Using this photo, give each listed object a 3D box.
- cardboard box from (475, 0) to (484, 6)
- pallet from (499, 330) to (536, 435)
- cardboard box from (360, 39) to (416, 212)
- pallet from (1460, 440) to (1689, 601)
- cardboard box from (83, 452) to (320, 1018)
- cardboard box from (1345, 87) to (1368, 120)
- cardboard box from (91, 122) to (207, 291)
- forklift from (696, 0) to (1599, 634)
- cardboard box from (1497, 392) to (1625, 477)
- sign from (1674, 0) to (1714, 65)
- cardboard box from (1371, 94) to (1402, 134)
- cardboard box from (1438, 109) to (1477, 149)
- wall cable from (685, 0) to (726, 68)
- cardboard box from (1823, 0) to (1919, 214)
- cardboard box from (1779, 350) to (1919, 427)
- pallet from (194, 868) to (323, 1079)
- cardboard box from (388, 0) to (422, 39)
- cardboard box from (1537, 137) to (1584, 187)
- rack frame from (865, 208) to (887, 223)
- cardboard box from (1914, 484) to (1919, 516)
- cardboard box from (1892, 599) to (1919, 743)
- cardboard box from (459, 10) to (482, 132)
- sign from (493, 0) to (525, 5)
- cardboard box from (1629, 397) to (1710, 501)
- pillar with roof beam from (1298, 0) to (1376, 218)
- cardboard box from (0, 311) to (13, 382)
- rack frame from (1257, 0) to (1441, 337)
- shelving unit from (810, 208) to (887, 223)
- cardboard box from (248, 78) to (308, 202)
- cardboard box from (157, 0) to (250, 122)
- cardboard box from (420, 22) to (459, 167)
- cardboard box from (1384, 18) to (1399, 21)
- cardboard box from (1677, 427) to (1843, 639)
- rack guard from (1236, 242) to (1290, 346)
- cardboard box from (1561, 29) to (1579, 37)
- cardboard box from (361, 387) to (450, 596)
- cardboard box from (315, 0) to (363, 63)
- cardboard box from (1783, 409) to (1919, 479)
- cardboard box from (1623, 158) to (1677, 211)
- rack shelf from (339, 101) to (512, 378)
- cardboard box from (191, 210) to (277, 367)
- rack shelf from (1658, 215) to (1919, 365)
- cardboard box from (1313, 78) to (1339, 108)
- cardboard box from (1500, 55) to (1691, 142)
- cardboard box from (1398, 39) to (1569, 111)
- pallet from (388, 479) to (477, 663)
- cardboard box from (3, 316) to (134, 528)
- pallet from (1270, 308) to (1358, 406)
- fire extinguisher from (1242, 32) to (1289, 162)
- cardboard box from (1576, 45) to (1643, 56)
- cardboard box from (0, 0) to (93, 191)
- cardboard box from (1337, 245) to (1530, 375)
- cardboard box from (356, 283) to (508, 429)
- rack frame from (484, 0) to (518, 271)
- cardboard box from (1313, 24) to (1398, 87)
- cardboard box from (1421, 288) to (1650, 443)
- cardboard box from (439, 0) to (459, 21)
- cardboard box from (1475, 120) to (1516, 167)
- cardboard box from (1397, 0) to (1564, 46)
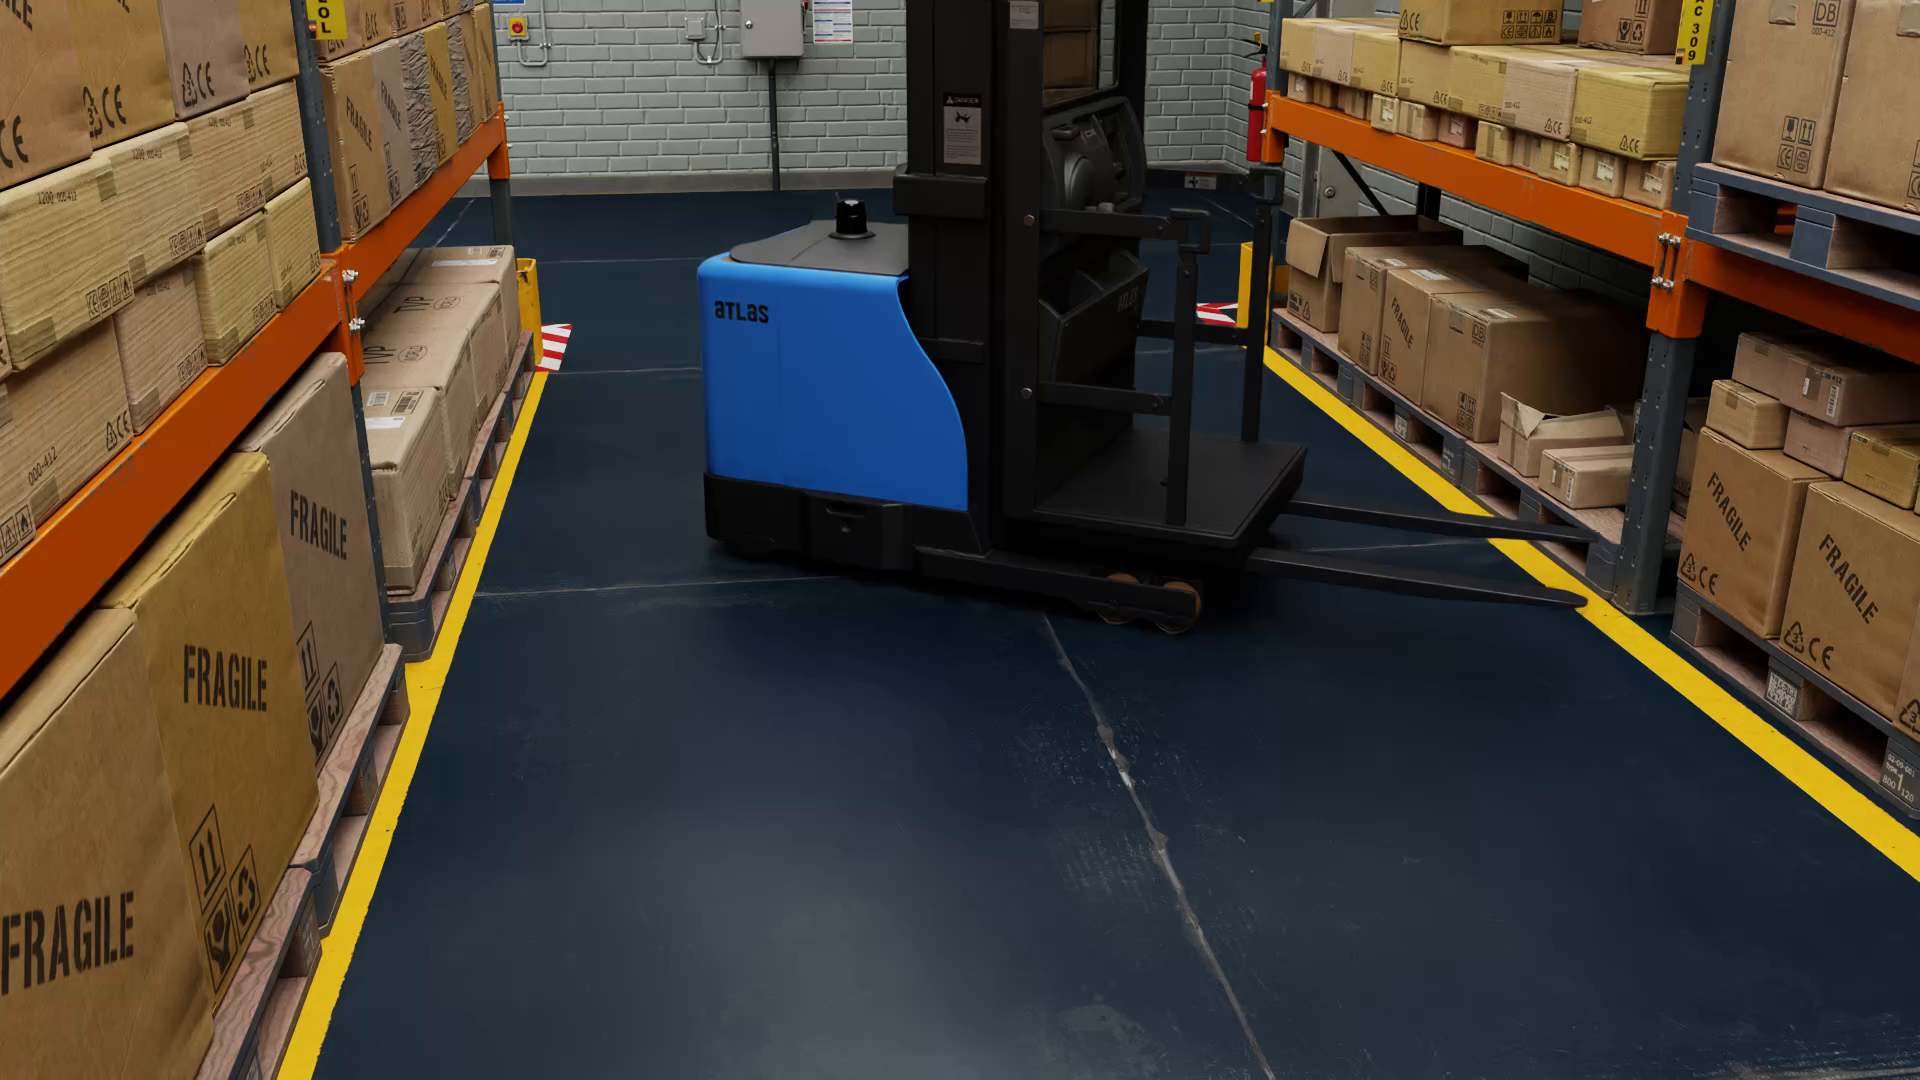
[{"bbox_3d":[-2.477,-2.684,7.544,0.500,0.500,0.500,-2,21,-6],"label":"cardboard box"},{"bbox_3d":[-2.589,-0.745,7.909,1.003,0.211,1.213,-3,21,-8],"label":"pallet"},{"bbox_3d":[-2.082,-1.336,5.363,0.500,0.500,0.500,-3,21,-7],"label":"cardboard box"},{"bbox_3d":[2.608,-0.122,6.242,1.003,0.211,1.213,-3,21,-8],"label":"pallet"},{"bbox_3d":[-1.899,0.382,3.341,0.875,0.875,0.875,-2,21,-6],"label":"cardboard box"},{"bbox_3d":[2.036,-2.065,7.816,0.380,0.149,0.250,-2,21,-6],"label":"cardboard box"},{"bbox_3d":[-1.741,-0.611,3.065,0.500,0.250,0.500,-2,21,-6],"label":"cardboard box"},{"bbox_3d":[0.637,-1.280,5.453,3.031,2.935,1.130,8,22,21],"label":"forklift"},{"bbox_3d":[2.284,-0.408,6.330,0.396,0.266,0.258,-2,21,-6],"label":"cardboard box"},{"bbox_3d":[2.170,-1.566,4.885,0.100,0.325,0.005,-3,21,-8],"label":"sign"},{"bbox_3d":[2.042,-1.882,7.326,0.380,0.149,0.250,-4,21,-9],"label":"cardboard box"},{"bbox_3d":[2.205,-1.706,6.856,0.380,0.149,0.250,-3,21,-8],"label":"cardboard box"},{"bbox_3d":[-2.216,-4.827,13.400,0.588,1.984,0.122,-3,21,-8],"label":"wall cable"},{"bbox_3d":[2.629,-1.076,4.068,0.700,0.500,0.500,-3,21,-7],"label":"cardboard box"},{"bbox_3d":[2.579,-0.435,4.713,0.380,0.149,0.250,-4,21,-10],"label":"cardboard box"},{"bbox_3d":[-1.840,1.054,3.093,1.003,0.211,1.213,-3,21,-8],"label":"pallet"},{"bbox_3d":[-2.164,-1.985,5.671,0.500,0.500,0.500,-3,21,-7],"label":"cardboard box"},{"bbox_3d":[2.290,-1.349,5.899,0.380,0.149,0.250,-2,21,-6],"label":"cardboard box"},{"bbox_3d":[-0.350,-0.857,7.009,0.008,1.050,0.200,-12,23,-29],"label":"rack frame"},{"bbox_3d":[2.712,-0.108,4.264,0.380,0.149,0.250,-3,21,-9],"label":"cardboard box"},{"bbox_3d":[2.707,0.319,4.047,0.500,0.500,0.500,-4,21,-9],"label":"cardboard box"},{"bbox_3d":[-2.393,-2.043,7.255,0.500,0.500,0.500,-3,21,-9],"label":"cardboard box"},{"bbox_3d":[-3.674,-4.421,13.378,0.327,0.218,0.001,-3,21,-8],"label":"sign"},{"bbox_3d":[2.845,-0.369,6.159,0.500,0.311,0.500,-2,21,-6],"label":"cardboard box"},{"bbox_3d":[-1.627,-6.148,9.815,9.100,9.000,0.400,-3,21,-8],"label":"pillar with roof beam"},{"bbox_3d":[-1.590,-0.258,2.120,0.500,0.250,0.500,-3,21,-8],"label":"cardboard box"},{"bbox_3d":[2.129,-2.576,8.825,1.000,3.000,0.127,-3,21,-8],"label":"rack frame"},{"bbox_3d":[-0.455,-0.835,6.951,0.252,1.050,0.215,-12,23,-29],"label":"shelving unit"},{"bbox_3d":[-1.901,-0.963,4.006,0.500,0.250,0.500,-3,21,-8],"label":"cardboard box"},{"bbox_3d":[-1.810,-1.134,3.392,0.500,0.500,0.500,-3,21,-7],"label":"cardboard box"},{"bbox_3d":[-2.222,-1.687,6.303,0.500,0.500,0.500,-2,21,-6],"label":"cardboard box"},{"bbox_3d":[2.458,-2.499,8.409,0.500,0.250,0.500,-2,21,-6],"label":"cardboard box"},{"bbox_3d":[2.553,-0.038,5.002,0.500,0.500,0.500,-2,21,-5],"label":"cardboard box"},{"bbox_3d":[2.140,-1.378,9.192,1.175,0.500,0.348,-3,21,-8],"label":"rack guard"},{"bbox_3d":[2.598,-2.149,7.471,0.500,0.250,0.500,-2,21,-6],"label":"cardboard box"},{"bbox_3d":[-2.190,-0.158,5.415,0.875,0.438,0.875,-3,21,-9],"label":"cardboard box"},{"bbox_3d":[-2.034,-1.631,4.725,0.500,0.500,0.500,-3,21,-7],"label":"cardboard box"},{"bbox_3d":[2.611,-0.291,4.753,0.380,0.149,0.250,-3,21,-9],"label":"cardboard box"},{"bbox_3d":[2.410,-1.171,5.423,0.380,0.149,0.250,-3,21,-7],"label":"cardboard box"},{"bbox_3d":[-2.494,-1.295,6.423,1.077,0.370,4.000,-3,21,-8],"label":"rack shelf"},{"bbox_3d":[-1.819,-0.550,3.616,0.500,0.250,0.500,-3,21,-9],"label":"cardboard box"},{"bbox_3d":[2.994,-0.161,3.389,1.077,0.370,4.000,-3,21,-8],"label":"rack shelf"},{"bbox_3d":[1.988,-2.245,8.298,0.380,0.149,0.250,-2,21,-6],"label":"cardboard box"},{"bbox_3d":[2.304,-1.597,5.993,0.500,0.250,0.500,-3,21,-8],"label":"cardboard box"},{"bbox_3d":[2.172,-1.948,6.935,0.500,0.250,0.500,-3,21,-9],"label":"cardboard box"},{"bbox_3d":[-2.237,0.100,5.647,1.003,0.211,1.213,-3,21,-8],"label":"pallet"},{"bbox_3d":[-1.686,-0.196,2.667,0.500,0.250,0.500,-3,21,-8],"label":"cardboard box"},{"bbox_3d":[2.256,-0.967,8.504,1.003,0.211,1.213,-3,21,-8],"label":"pallet"},{"bbox_3d":[1.651,-2.392,8.978,0.296,0.674,0.183,-3,21,-8],"label":"fire extinguisher"},{"bbox_3d":[2.750,-1.797,6.530,0.500,0.250,0.500,-2,21,-7],"label":"cardboard box"},{"bbox_3d":[-1.667,-0.779,2.442,0.500,0.500,0.500,-3,21,-7],"label":"cardboard box"},{"bbox_3d":[2.209,-1.087,7.812,0.700,0.500,0.500,-2,21,-6],"label":"cardboard box"},{"bbox_3d":[-2.448,-0.781,7.081,0.875,0.438,0.875,-2,21,-6],"label":"cardboard box"},{"bbox_3d":[-2.782,-2.324,8.152,1.000,3.000,0.127,-3,21,-8],"label":"rack frame"},{"bbox_3d":[2.001,-2.300,7.875,0.500,0.250,0.500,-3,21,-7],"label":"cardboard box"},{"bbox_3d":[2.358,-0.728,6.849,0.700,0.500,0.500,-4,21,-10],"label":"cardboard box"},{"bbox_3d":[-2.304,-2.334,6.605,0.500,0.500,0.500,-3,21,-8],"label":"cardboard box"},{"bbox_3d":[2.214,-1.528,6.379,0.380,0.149,0.250,-3,21,-9],"label":"cardboard box"},{"bbox_3d":[2.145,-2.306,6.821,0.500,0.500,0.500,-2,21,-6],"label":"cardboard box"}]
